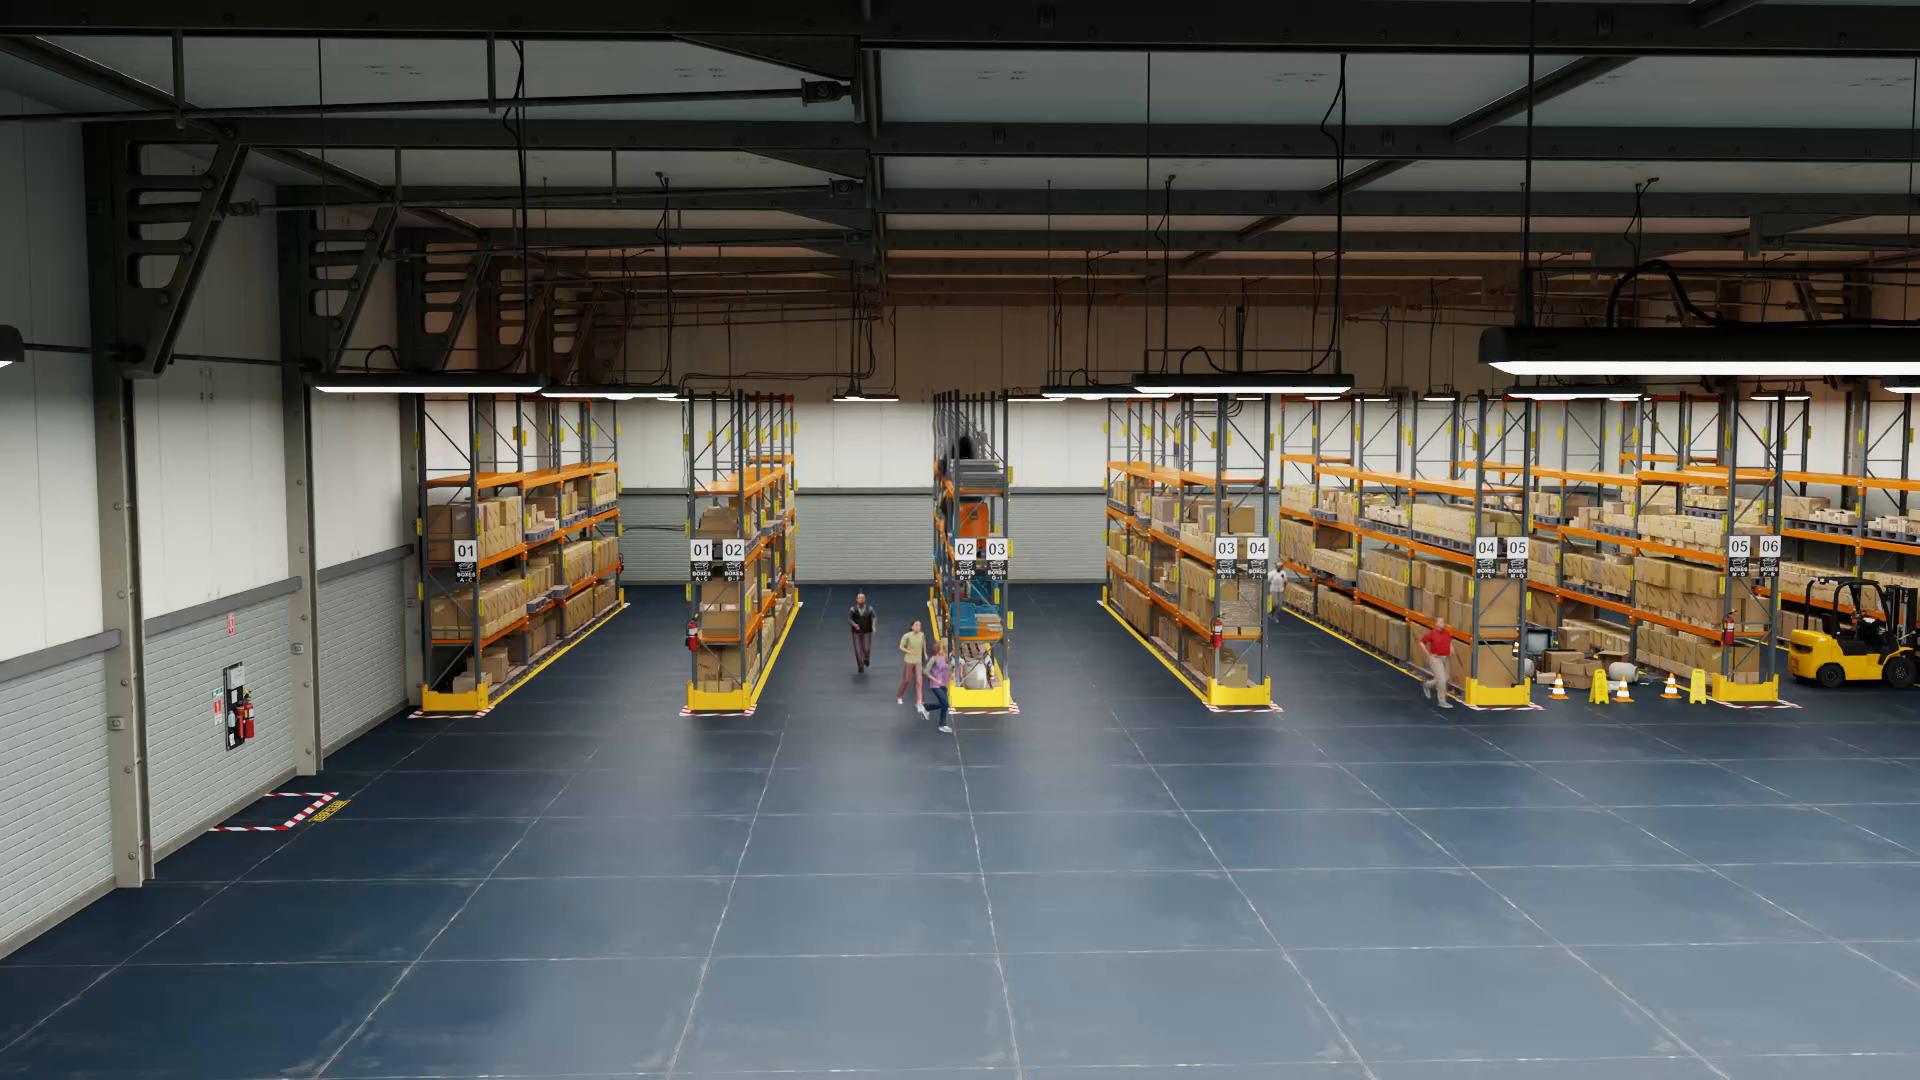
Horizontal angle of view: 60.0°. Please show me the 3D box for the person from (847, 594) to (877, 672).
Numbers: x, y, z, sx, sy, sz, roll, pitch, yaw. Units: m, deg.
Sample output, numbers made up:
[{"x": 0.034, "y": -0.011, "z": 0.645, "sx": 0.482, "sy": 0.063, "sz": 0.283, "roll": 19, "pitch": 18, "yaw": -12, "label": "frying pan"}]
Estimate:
[{"x": -2.089, "y": 1.991, "z": 35.500, "sx": 0.653, "sy": 1.680, "sz": 0.569, "roll": 0, "pitch": 5, "yaw": -3, "label": "person"}]

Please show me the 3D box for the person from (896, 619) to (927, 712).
[{"x": -0.867, "y": 2.330, "z": 31.307, "sx": 0.609, "sy": 1.711, "sz": 0.840, "roll": -2, "pitch": 5, "yaw": -25, "label": "person"}]

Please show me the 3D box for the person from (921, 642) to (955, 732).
[{"x": -0.426, "y": 2.576, "z": 29.189, "sx": 0.643, "sy": 1.573, "sz": 0.541, "roll": 3, "pitch": 5, "yaw": 29, "label": "person"}]

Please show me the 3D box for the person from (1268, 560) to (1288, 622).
[{"x": 8.296, "y": 1.350, "z": 43.457, "sx": 0.552, "sy": 1.646, "sz": 0.660, "roll": -1, "pitch": 5, "yaw": -8, "label": "person"}]

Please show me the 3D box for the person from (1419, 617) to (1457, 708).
[{"x": 9.051, "y": 2.296, "z": 31.555, "sx": 0.696, "sy": 1.695, "sz": 0.868, "roll": -3, "pitch": 5, "yaw": -29, "label": "person"}]
